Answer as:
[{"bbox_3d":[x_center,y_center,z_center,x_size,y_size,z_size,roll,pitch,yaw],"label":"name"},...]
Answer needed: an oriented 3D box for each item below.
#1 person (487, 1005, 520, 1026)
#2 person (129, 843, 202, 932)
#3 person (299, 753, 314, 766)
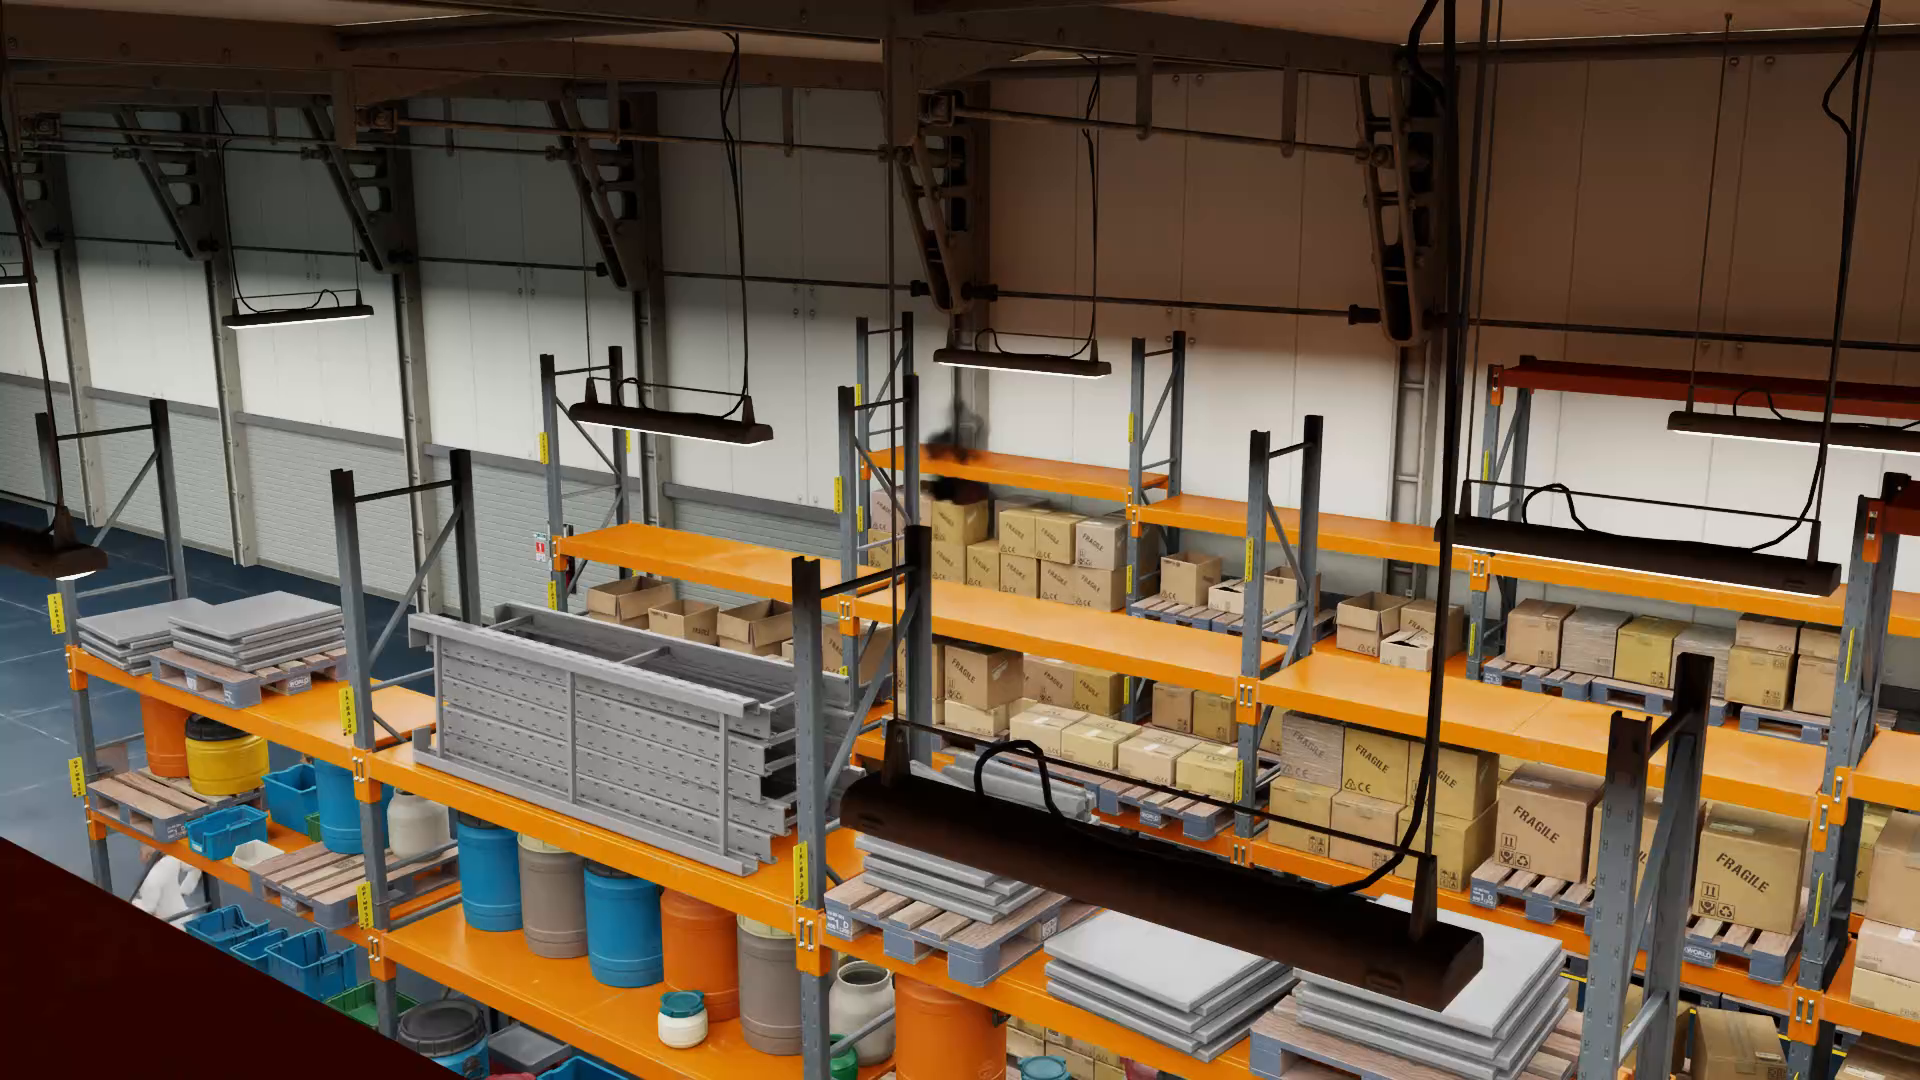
[{"bbox_3d":[-4.071,3.869,14.749,0.787,1.821,0.669,7,15,29],"label":"person"},{"bbox_3d":[-7.432,3.656,15.695,0.914,1.809,0.719,-1,13,-2],"label":"person"},{"bbox_3d":[-6.972,3.105,18.291,0.882,1.697,0.611,-6,14,-23],"label":"person"}]
